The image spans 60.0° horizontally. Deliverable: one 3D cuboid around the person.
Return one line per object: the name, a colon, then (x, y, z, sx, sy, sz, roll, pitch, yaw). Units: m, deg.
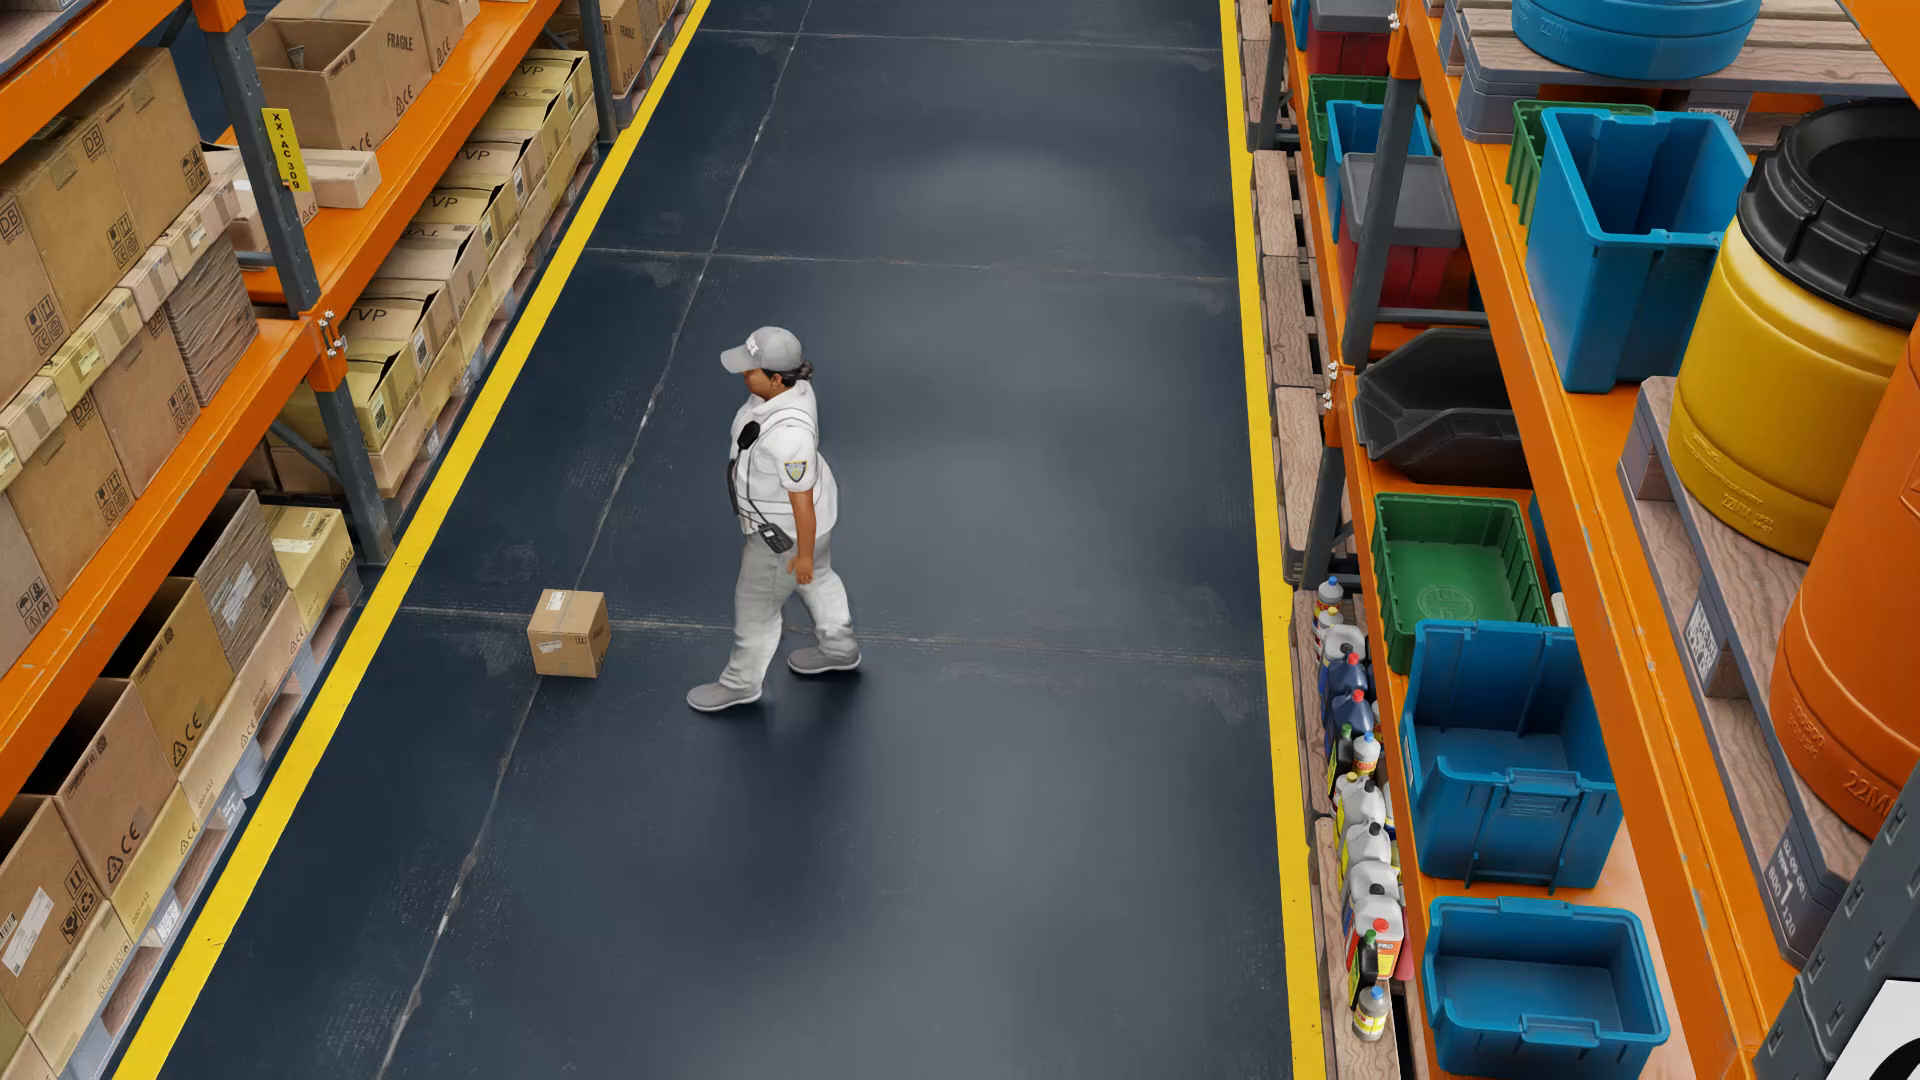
person: (-0.748, -0.086, 6.238, 0.691, 1.655, 0.487, -1, 40, -1)
